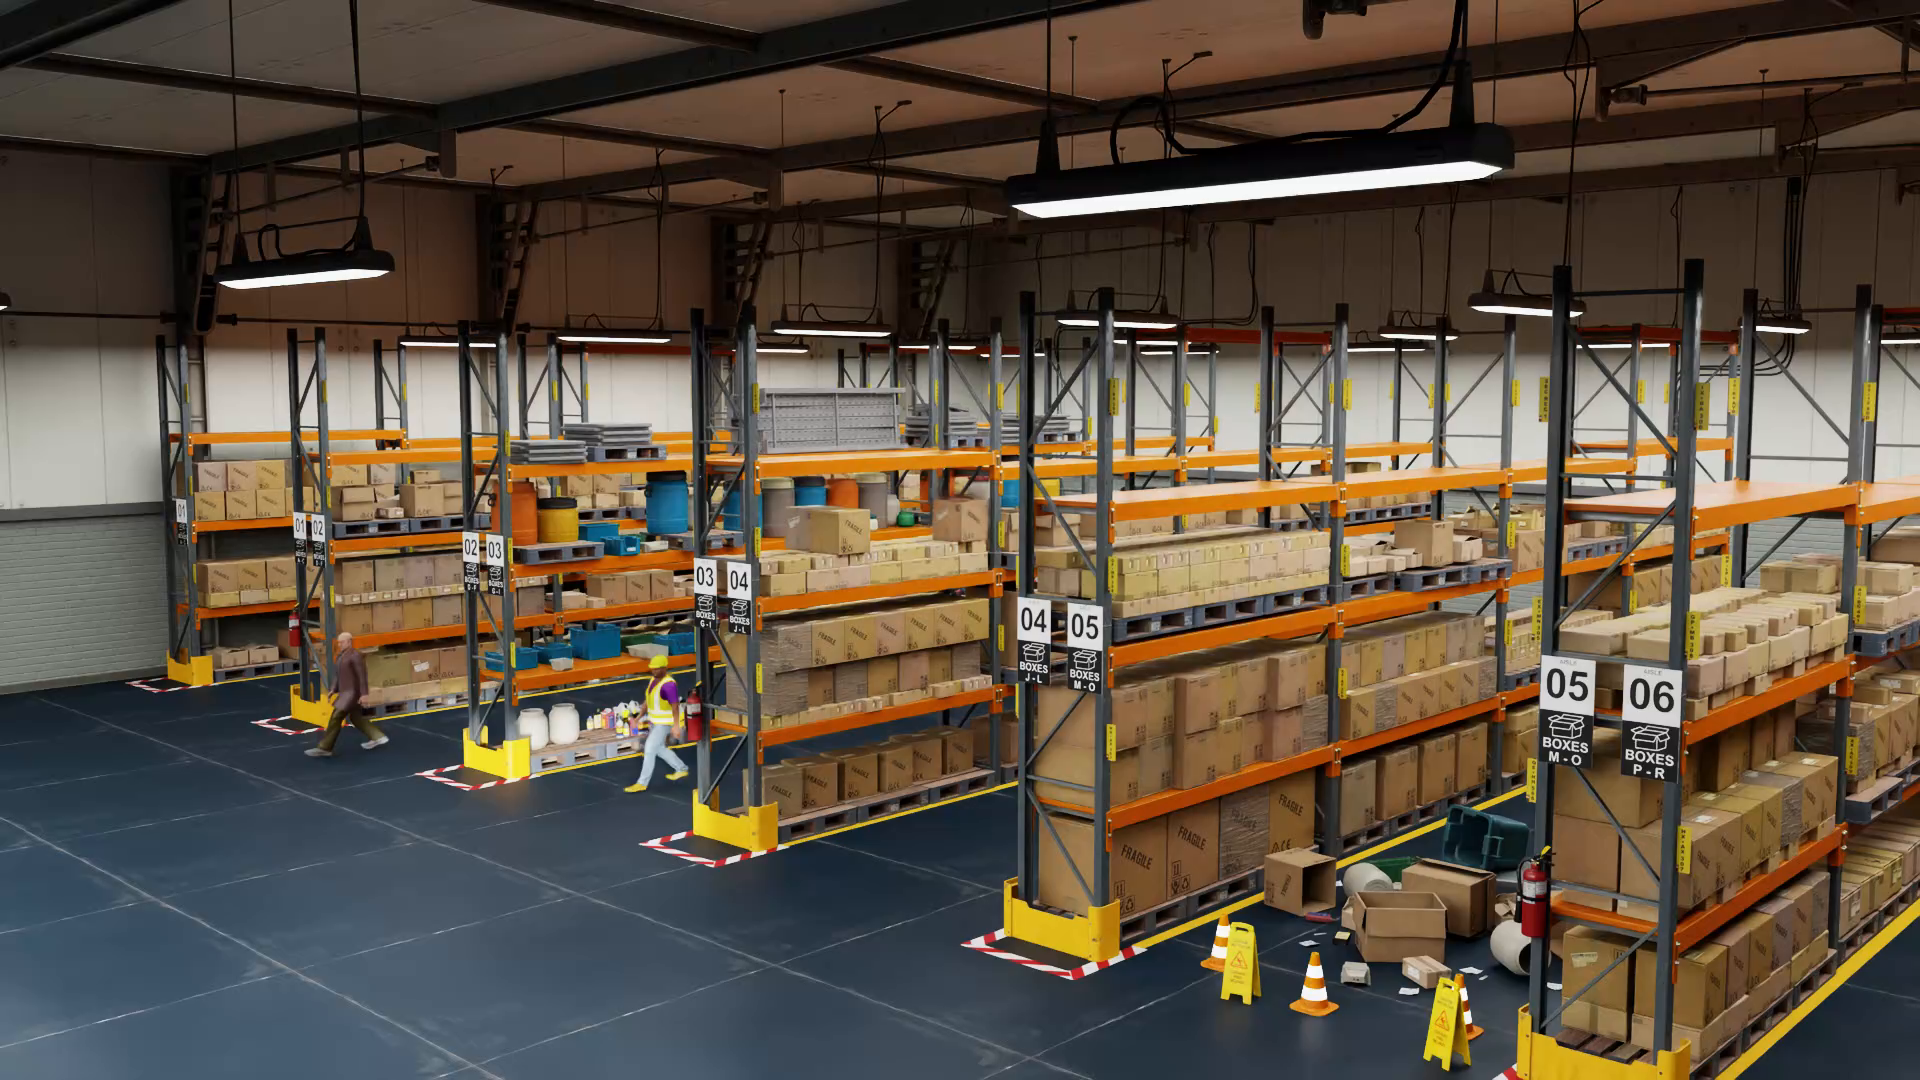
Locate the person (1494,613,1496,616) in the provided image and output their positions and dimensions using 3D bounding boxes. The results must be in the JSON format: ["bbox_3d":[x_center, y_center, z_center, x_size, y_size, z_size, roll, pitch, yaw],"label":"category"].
[{"bbox_3d":[8.363,1.917,25.856,0.466,1.610,1.058,4,7,40],"label":"person"}]

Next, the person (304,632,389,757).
[{"bbox_3d":[-8.565,2.131,23.169,1.164,1.705,0.568,-4,6,-33],"label":"person"}]

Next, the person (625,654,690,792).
[{"bbox_3d":[-3.852,2.316,21.197,0.913,1.735,0.659,-4,7,-36],"label":"person"}]
